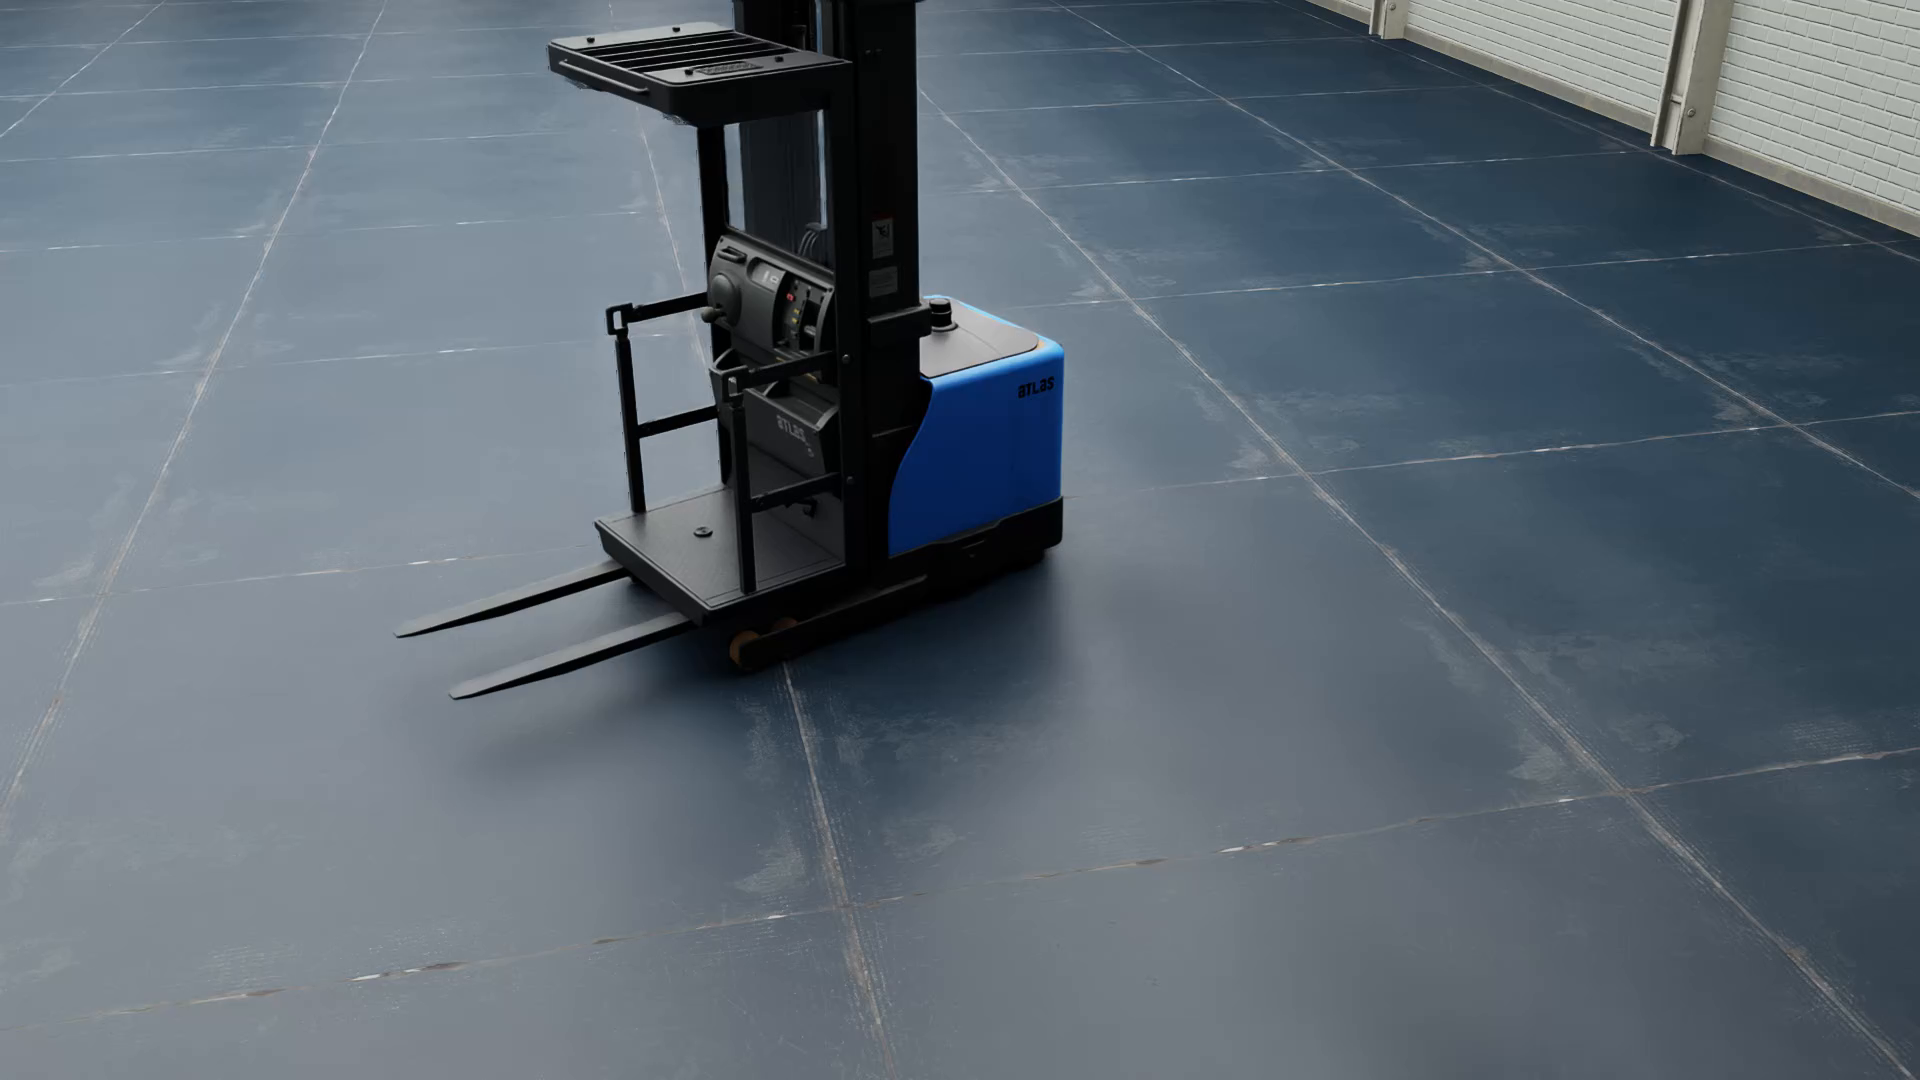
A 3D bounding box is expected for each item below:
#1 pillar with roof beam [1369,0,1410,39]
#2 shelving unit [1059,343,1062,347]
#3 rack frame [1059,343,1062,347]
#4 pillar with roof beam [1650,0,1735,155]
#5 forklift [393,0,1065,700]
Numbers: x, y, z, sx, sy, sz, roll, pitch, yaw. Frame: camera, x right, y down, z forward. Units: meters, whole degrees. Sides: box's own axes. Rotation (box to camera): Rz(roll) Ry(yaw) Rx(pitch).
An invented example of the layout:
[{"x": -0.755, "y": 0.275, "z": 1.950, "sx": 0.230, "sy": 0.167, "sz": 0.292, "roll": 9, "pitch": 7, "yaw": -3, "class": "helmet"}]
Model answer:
[{"x": 1.114, "y": -9.847, "z": 17.772, "sx": 9.100, "sy": 9.000, "sz": 0.400, "roll": -6, "pitch": 27, "yaw": -12, "class": "pillar with roof beam"}, {"x": 0.340, "y": -0.564, "z": 8.369, "sx": 0.258, "sy": 0.900, "sz": 0.210, "roll": -20, "pitch": 33, "yaw": -34, "class": "shelving unit"}, {"x": 0.404, "y": -0.529, "z": 8.299, "sx": 0.240, "sy": 0.900, "sz": 0.006, "roll": -20, "pitch": 33, "yaw": -34, "class": "rack frame"}, {"x": 2.466, "y": -7.213, "z": 12.553, "sx": 9.100, "sy": 9.000, "sz": 0.400, "roll": -6, "pitch": 27, "yaw": -12, "class": "pillar with roof beam"}, {"x": -0.982, "y": -1.019, "z": 7.016, "sx": 3.031, "sy": 2.935, "sz": 1.130, "roll": -19, "pitch": 32, "yaw": -33, "class": "forklift"}]
